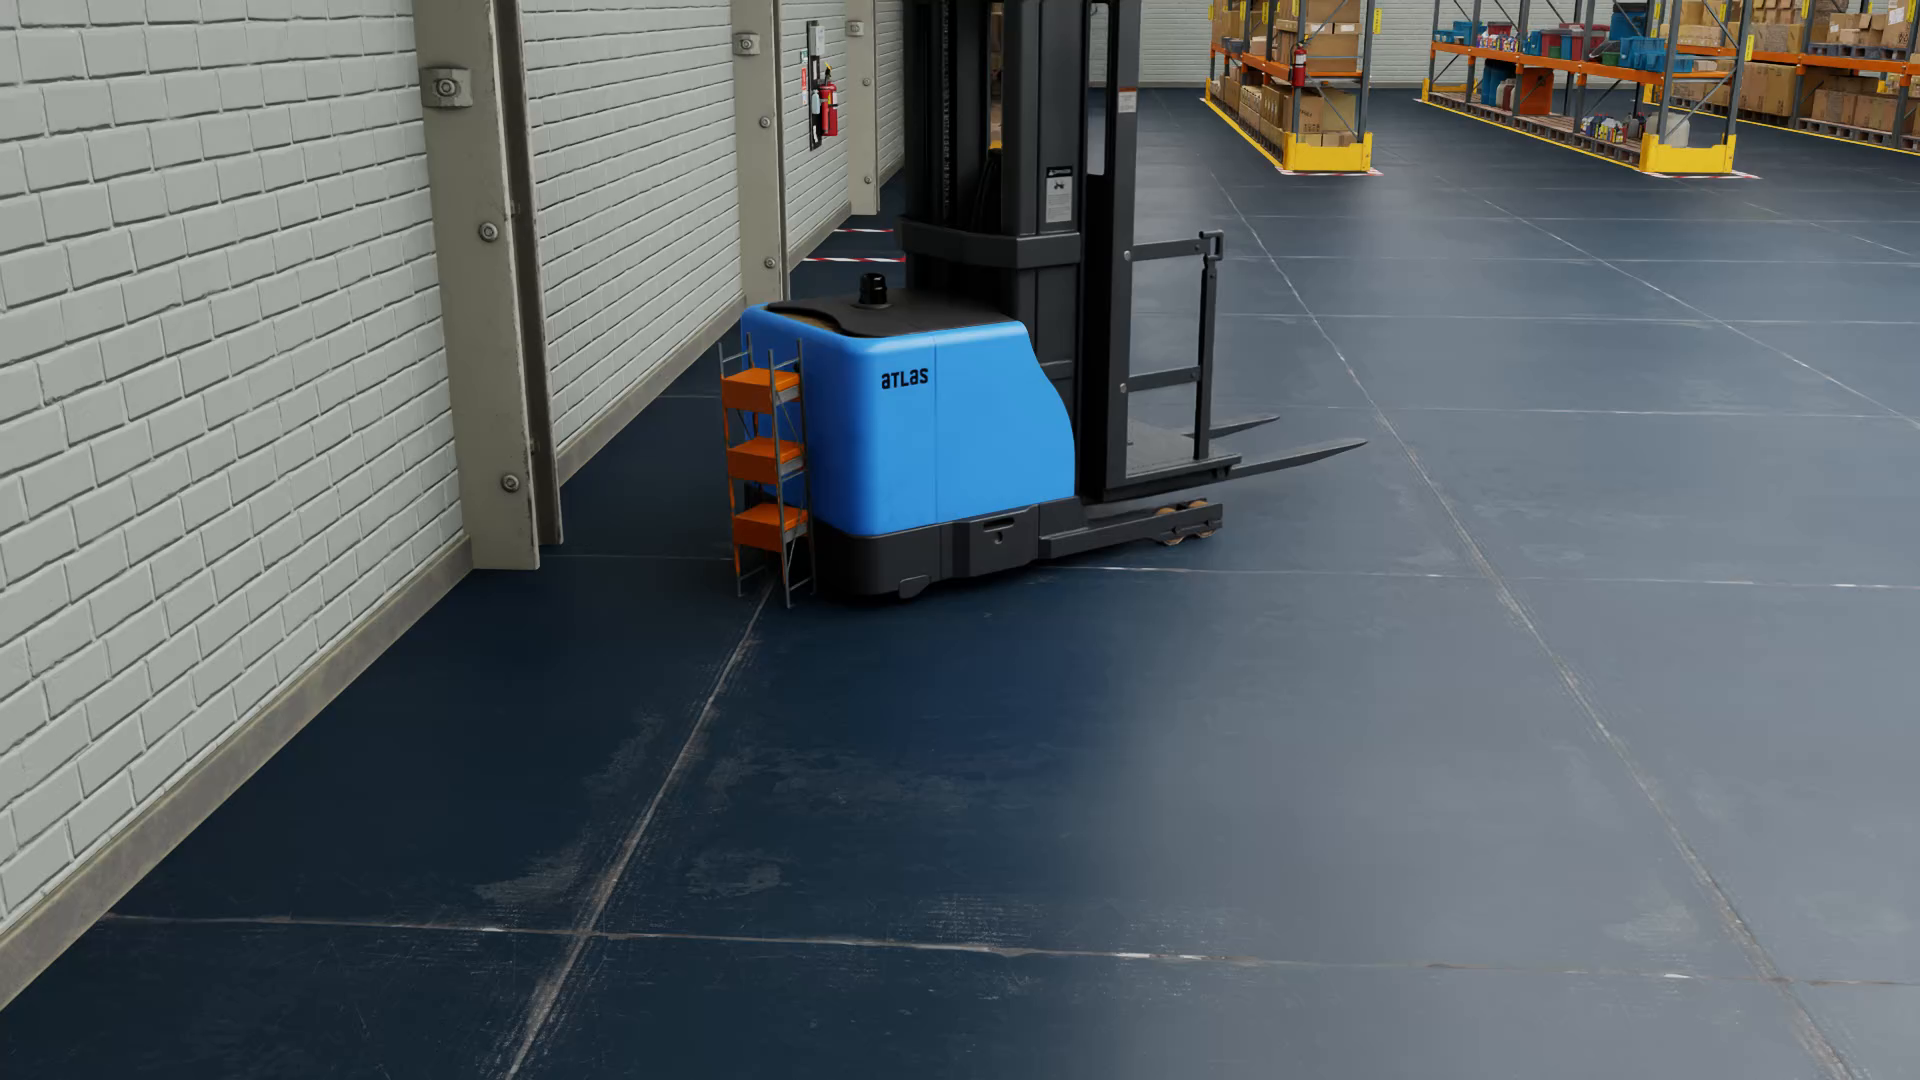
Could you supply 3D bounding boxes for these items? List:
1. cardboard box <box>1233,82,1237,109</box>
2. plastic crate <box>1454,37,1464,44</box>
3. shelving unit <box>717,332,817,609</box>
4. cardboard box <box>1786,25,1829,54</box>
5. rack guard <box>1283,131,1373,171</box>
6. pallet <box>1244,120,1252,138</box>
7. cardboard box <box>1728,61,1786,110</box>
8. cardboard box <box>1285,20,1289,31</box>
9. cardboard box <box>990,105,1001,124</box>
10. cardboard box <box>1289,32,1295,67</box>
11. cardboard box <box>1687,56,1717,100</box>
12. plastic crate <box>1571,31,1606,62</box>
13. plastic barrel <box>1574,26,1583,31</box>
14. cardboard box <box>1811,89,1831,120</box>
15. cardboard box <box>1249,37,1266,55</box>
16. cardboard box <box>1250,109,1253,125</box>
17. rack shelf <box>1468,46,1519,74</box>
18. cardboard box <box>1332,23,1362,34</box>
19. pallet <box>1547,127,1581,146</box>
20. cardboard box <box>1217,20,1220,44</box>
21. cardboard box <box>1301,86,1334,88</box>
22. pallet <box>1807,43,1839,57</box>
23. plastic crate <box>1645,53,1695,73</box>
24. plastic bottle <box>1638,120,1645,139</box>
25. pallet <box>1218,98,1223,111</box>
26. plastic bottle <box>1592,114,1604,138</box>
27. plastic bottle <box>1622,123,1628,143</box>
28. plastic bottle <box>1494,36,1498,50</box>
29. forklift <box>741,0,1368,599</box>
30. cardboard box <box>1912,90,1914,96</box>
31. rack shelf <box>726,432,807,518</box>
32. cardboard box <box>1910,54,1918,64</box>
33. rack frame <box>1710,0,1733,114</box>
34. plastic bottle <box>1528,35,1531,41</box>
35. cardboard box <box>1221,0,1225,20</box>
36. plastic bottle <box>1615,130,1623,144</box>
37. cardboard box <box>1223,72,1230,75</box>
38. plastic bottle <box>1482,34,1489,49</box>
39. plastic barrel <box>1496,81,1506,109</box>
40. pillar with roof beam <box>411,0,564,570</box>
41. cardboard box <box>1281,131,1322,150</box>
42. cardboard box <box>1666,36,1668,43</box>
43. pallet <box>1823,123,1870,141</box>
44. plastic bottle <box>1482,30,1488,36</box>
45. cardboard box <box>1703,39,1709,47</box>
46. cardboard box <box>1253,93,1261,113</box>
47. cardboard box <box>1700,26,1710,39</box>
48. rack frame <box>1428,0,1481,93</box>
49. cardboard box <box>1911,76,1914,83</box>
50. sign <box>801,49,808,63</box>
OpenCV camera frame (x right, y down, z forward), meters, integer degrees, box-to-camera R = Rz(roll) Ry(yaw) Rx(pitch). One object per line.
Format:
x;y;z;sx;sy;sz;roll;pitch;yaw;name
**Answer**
5.555;-8.570;32.069;0.500;0.500;0.500;1;18;2;cardboard box
10.737;-10.674;35.509;0.293;0.136;0.466;1;18;4;plastic crate
-0.753;-0.270;6.543;0.252;1.050;0.215;11;24;29;shelving unit
15.353;-9.077;30.146;0.500;0.500;0.500;2;18;6;cardboard box
5.109;-5.413;23.139;1.175;0.500;0.348;1;18;4;rack guard
5.496;-7.135;28.859;1.003;0.211;1.213;1;18;4;pallet
15.763;-8.826;32.279;1.225;0.875;0.875;1;18;2;cardboard box
5.097;-7.727;24.985;0.380;0.149;0.250;1;18;2;cardboard box
0.452;-6.356;25.310;0.700;0.500;0.500;0;18;0;cardboard box
5.265;-7.281;24.667;0.700;0.500;0.500;2;18;6;cardboard box
16.043;-9.785;35.207;0.875;0.875;0.875;1;18;4;cardboard box
10.068;-7.926;26.693;0.402;0.464;0.583;1;18;4;plastic crate
10.734;-8.579;28.608;0.421;0.512;0.421;0;18;0;plastic barrel
15.537;-7.683;29.362;0.700;0.500;0.500;0;18;1;cardboard box
5.427;-8.777;29.535;0.500;0.311;0.500;1;18;3;cardboard box
5.213;-7.195;28.304;0.500;0.250;0.500;2;18;5;cardboard box
10.768;-9.260;32.022;1.077;0.370;4.000;1;18;4;rack shelf
5.354;-7.081;23.014;0.380;0.149;0.250;1;18;4;cardboard box
10.356;-6.658;27.405;1.003;0.211;1.213;1;18;4;pallet
5.855;-11.022;36.082;0.500;0.500;0.500;2;18;5;cardboard box
5.535;-6.796;25.883;0.500;0.500;0.500;1;18;4;cardboard box
15.620;-8.556;29.024;1.213;0.211;1.003;1;18;4;pallet
9.789;-6.588;22.950;0.499;0.251;0.616;1;18;4;plastic crate
10.438;-6.285;25.442;0.061;0.283;0.133;1;18;4;plastic bottle
6.021;-9.223;35.232;1.003;0.211;1.213;1;18;4;pallet
9.853;-6.389;25.652;0.144;0.351;0.185;1;18;2;plastic bottle
9.897;-6.070;24.787;0.061;0.283;0.133;1;18;4;plastic bottle
10.373;-9.602;32.116;0.097;0.271;0.097;0;18;0;plastic bottle
0.572;-1.492;7.270;3.031;2.935;1.130;-12;22;-32;forklift
20.723;-9.584;35.758;0.380;0.149;0.250;1;18;4;cardboard box
-0.753;-0.260;6.547;0.240;0.259;0.215;11;24;29;rack shelf
14.963;-7.449;25.742;0.380;0.149;0.250;1;18;4;cardboard box
15.852;-10.113;33.469;1.000;3.000;0.127;1;18;4;rack frame
10.932;-9.527;31.759;0.144;0.351;0.185;1;18;4;plastic bottle
5.783;-11.180;34.959;0.500;0.500;0.500;1;18;3;cardboard box
9.746;-5.956;24.570;0.097;0.201;0.097;0;18;0;plastic bottle
6.101;-9.942;36.248;0.797;0.503;0.637;1;18;4;cardboard box
10.472;-9.916;33.066;0.152;0.276;0.135;1;18;4;plastic bottle
10.675;-8.679;32.413;0.421;0.512;0.421;0;18;0;plastic barrel
2.361;-4.119;5.541;9.100;9.000;0.400;1;18;4;pillar with roof beam
4.855;-5.674;23.664;0.500;0.250;0.500;1;18;4;cardboard box
15.749;-10.974;36.499;0.380;0.149;0.250;1;18;3;cardboard box
15.417;-6.925;28.218;1.003;0.211;1.213;1;18;4;pallet
10.560;-10.085;33.464;0.144;0.351;0.185;1;18;4;plastic bottle
15.584;-10.255;34.306;0.380;0.149;0.250;1;18;3;cardboard box
5.172;-7.304;27.737;0.500;0.311;0.500;2;18;5;cardboard box
15.656;-10.487;34.373;0.500;0.250;0.500;2;18;6;cardboard box
11.198;-11.466;37.597;1.000;3.000;0.127;1;18;4;rack frame
20.721;-9.943;35.898;0.380;0.149;0.250;0;18;1;cardboard box
-1.422;-4.425;15.201;0.001;0.109;0.331;1;18;4;sign
